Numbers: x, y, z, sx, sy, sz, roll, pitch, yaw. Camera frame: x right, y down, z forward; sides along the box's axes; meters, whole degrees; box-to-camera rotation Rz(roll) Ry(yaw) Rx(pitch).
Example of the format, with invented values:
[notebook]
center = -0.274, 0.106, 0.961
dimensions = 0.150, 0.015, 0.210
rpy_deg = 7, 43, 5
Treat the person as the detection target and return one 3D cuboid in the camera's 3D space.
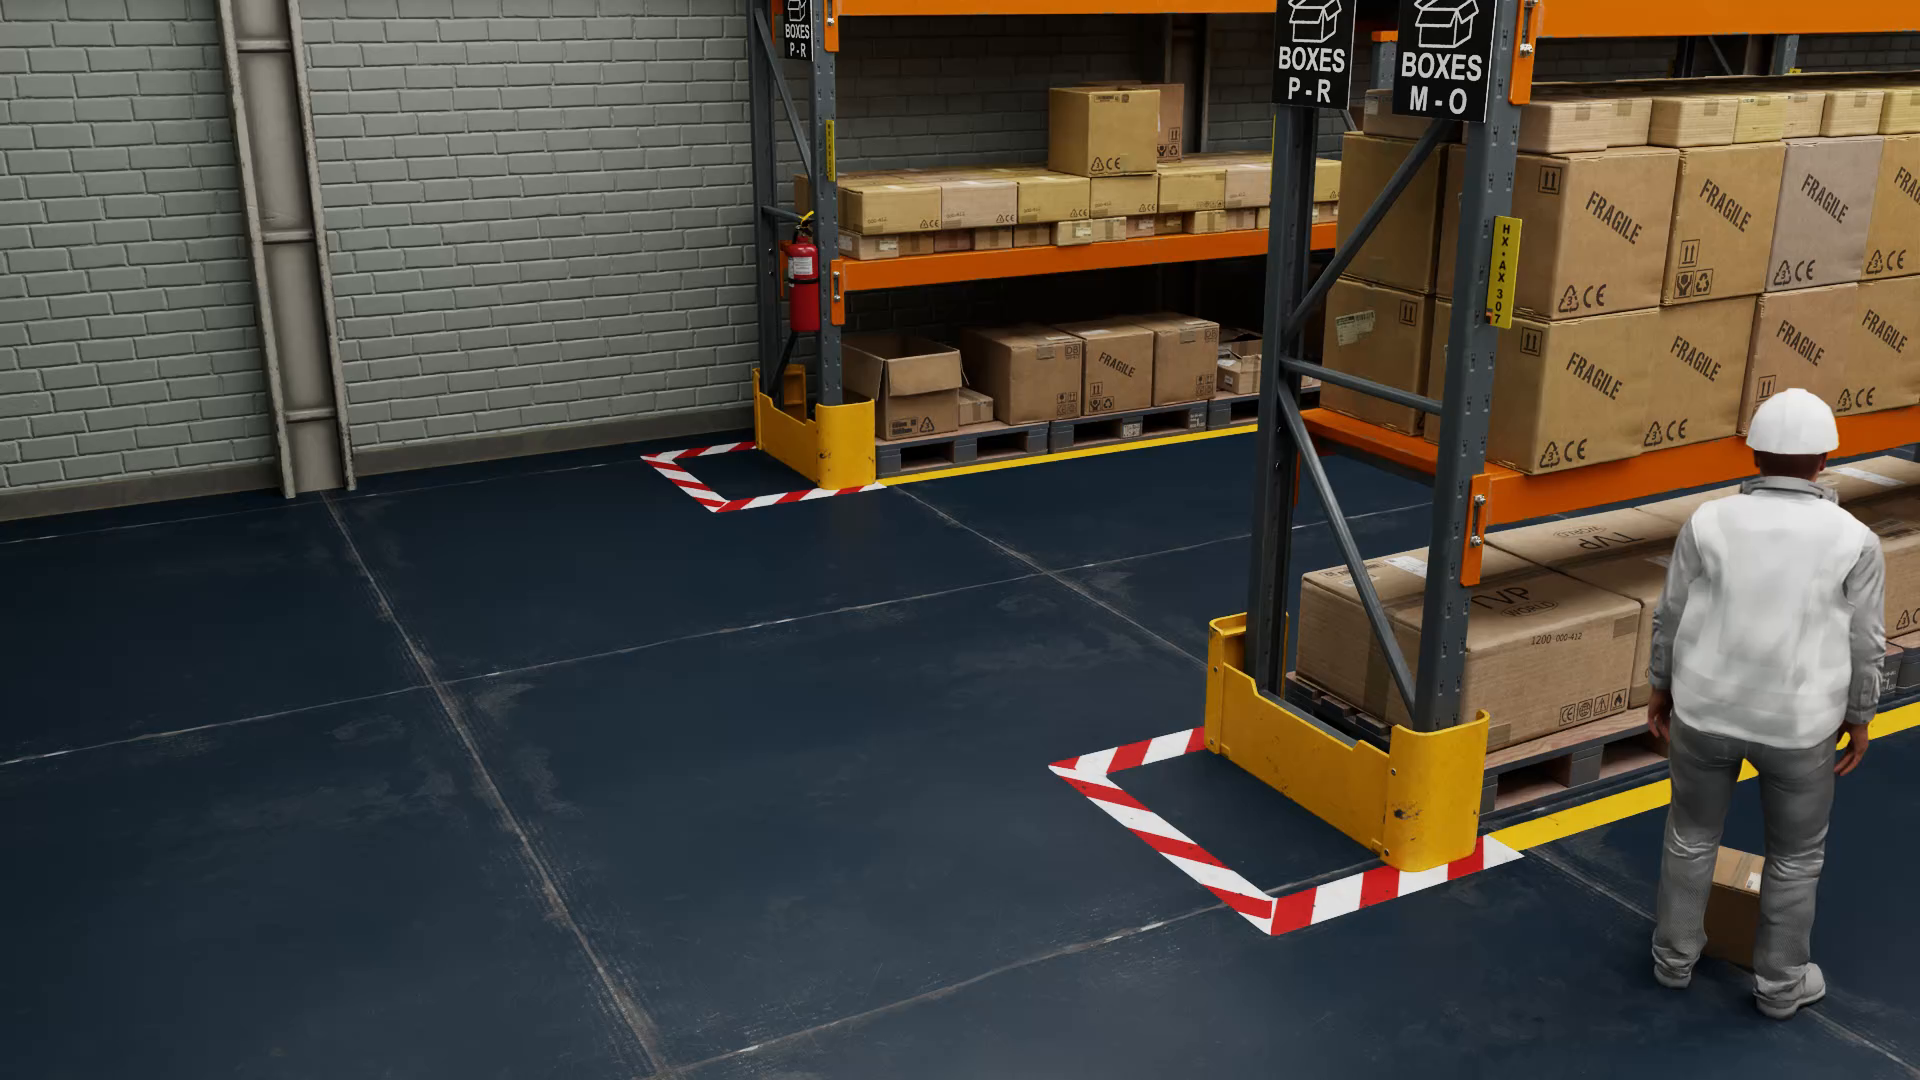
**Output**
[person]
center = 2.214, 0.464, 4.622
dimensions = 0.584, 1.767, 0.463
rpy_deg = 11, 21, 30
